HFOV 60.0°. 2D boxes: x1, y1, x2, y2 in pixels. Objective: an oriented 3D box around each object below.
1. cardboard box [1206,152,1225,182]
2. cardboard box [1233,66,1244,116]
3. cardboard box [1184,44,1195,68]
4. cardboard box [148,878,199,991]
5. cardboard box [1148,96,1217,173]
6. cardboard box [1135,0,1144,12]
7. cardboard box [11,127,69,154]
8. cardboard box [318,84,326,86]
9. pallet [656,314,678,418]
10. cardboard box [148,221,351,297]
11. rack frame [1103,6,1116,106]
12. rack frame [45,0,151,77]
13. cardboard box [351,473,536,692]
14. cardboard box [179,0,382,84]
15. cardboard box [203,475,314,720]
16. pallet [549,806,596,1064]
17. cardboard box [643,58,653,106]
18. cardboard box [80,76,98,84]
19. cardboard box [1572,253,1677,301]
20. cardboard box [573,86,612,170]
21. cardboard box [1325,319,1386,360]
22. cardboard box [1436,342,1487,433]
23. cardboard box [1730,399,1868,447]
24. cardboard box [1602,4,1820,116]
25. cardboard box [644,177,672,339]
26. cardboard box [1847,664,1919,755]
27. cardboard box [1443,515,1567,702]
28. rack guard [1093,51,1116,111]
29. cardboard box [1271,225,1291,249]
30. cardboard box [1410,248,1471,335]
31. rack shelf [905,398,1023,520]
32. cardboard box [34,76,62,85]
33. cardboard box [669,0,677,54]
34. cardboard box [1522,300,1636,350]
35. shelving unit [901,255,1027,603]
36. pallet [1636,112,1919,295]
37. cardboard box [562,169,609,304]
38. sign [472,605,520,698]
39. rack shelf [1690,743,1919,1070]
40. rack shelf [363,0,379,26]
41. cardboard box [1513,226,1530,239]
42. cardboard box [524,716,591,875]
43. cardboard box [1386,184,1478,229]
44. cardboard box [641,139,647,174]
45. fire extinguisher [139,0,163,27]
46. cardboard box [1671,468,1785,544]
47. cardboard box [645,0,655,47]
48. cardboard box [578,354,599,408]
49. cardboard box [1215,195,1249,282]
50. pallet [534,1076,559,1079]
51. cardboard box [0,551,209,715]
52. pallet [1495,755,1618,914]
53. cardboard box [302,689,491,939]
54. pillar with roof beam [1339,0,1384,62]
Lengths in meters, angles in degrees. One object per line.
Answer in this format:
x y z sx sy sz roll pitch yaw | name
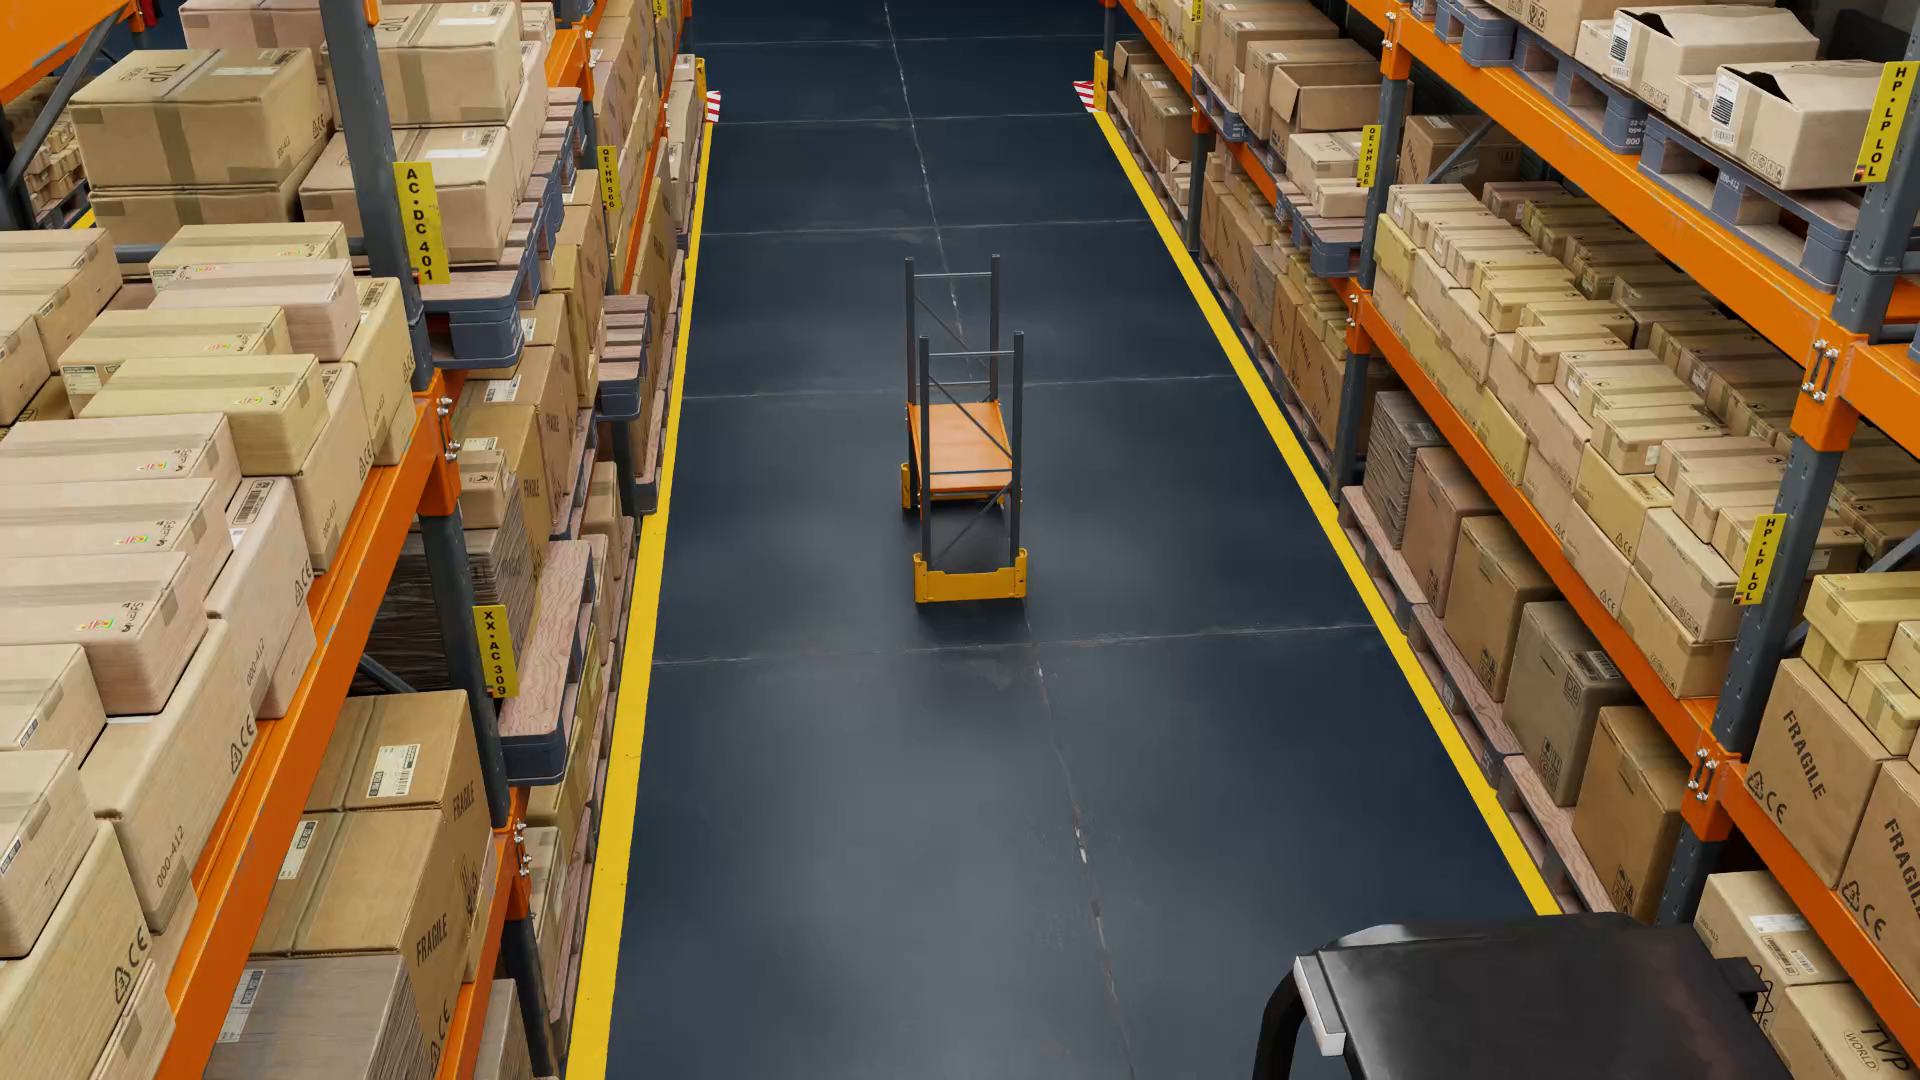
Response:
2.047 -2.780 12.374 0.380 0.149 0.250 -1 31 -2 | cardboard box
2.027 -2.985 11.044 0.396 0.266 0.258 -1 31 -2 | cardboard box
1.952 -3.765 12.873 0.380 0.149 0.250 -2 31 -3 | cardboard box
-1.439 0.619 2.608 0.380 0.149 0.250 -4 31 -6 | cardboard box
2.006 -3.454 14.136 0.700 0.500 0.500 -4 31 -6 | cardboard box
1.733 -4.683 14.411 0.380 0.149 0.250 -4 31 -6 | cardboard box
-7.528 -3.258 13.570 0.380 0.149 0.250 -3 31 -4 | cardboard box
-2.203 -1.480 5.614 0.500 0.250 0.500 -2 31 -4 | cardboard box
-2.399 -1.139 10.950 1.003 0.211 1.213 -3 31 -5 | pallet
-1.668 -0.637 3.933 0.380 0.149 0.250 -2 31 -4 | cardboard box
1.905 -5.632 15.754 1.000 3.000 0.127 -3 31 -5 | rack frame
-7.956 -5.104 14.869 1.000 3.000 0.127 -3 31 -5 | rack frame
-1.674 0.130 5.310 0.500 0.500 0.500 -2 31 -3 | cardboard box
-2.214 -1.694 5.485 0.500 0.250 0.500 -2 31 -4 | cardboard box
-1.525 0.114 3.064 0.500 0.250 0.500 -3 31 -5 | cardboard box
-1.990 1.534 6.476 1.003 0.211 1.213 -3 31 -5 | pallet
-2.326 -3.032 11.060 0.500 0.250 0.500 -2 31 -3 | cardboard box
-7.654 -4.057 14.908 0.380 0.149 0.250 -2 31 -4 | cardboard box
3.023 -1.190 7.588 0.380 0.149 0.250 -3 31 -5 | cardboard box
-2.092 -2.044 8.674 0.500 0.500 0.500 -4 31 -6 | cardboard box
2.354 -1.173 9.685 0.380 0.149 0.250 -4 31 -7 | cardboard box
2.548 -0.726 7.686 0.500 0.250 0.500 -4 31 -6 | cardboard box
3.167 -0.413 6.287 0.380 0.149 0.250 -3 31 -5 | cardboard box
2.644 -1.728 5.873 0.500 0.311 0.500 -4 31 -6 | cardboard box
-2.433 -1.845 11.076 0.875 0.875 0.875 -2 31 -3 | cardboard box
2.820 0.480 4.790 0.380 0.149 0.250 -2 31 -3 | cardboard box
2.829 0.287 7.750 0.875 0.625 0.625 -4 31 -7 | cardboard box
1.912 -4.520 16.330 1.175 0.500 0.348 -3 31 -5 | rack guard
2.286 -1.980 11.035 0.380 0.149 0.250 -3 31 -4 | cardboard box
2.496 -1.204 8.000 0.500 0.250 0.500 -2 31 -3 | cardboard box
0.008 -0.446 8.885 0.538 0.185 1.000 -3 31 -5 | rack shelf
-8.245 -4.032 14.865 0.380 0.149 0.250 -4 31 -7 | cardboard box
-2.529 -4.157 13.186 0.500 0.500 0.500 -3 31 -4 | cardboard box
2.641 -0.906 7.111 0.380 0.149 0.250 -3 31 -5 | cardboard box
0.007 -0.605 8.800 0.587 1.500 1.083 -3 31 -5 | shelving unit
2.931 -1.161 5.530 0.805 0.209 1.217 -4 31 -7 | pallet
-1.970 -1.440 7.939 0.500 0.500 0.500 -4 31 -6 | cardboard box
-1.376 0.333 4.924 0.100 0.325 0.005 -3 31 -5 | sign
3.213 1.824 3.972 1.077 0.370 4.000 -3 31 -5 | rack shelf
-2.102 -2.382 5.554 1.077 0.370 4.000 -3 31 -5 | rack shelf
2.971 -1.482 8.465 0.500 0.250 0.500 -2 31 -3 | cardboard box
-2.037 1.047 6.724 0.950 0.372 0.625 -1 31 -1 | cardboard box
2.389 -1.692 8.428 0.380 0.149 0.250 -2 31 -3 | cardboard box
-2.295 -2.550 10.741 0.500 0.250 0.500 -4 31 -6 | cardboard box
-7.520 -5.061 15.237 0.296 0.674 0.183 -3 31 -5 | fire extinguisher
2.731 -0.122 5.799 0.380 0.149 0.250 -3 31 -5 | cardboard box
-2.371 -3.606 11.290 0.500 0.500 0.500 -2 31 -3 | cardboard box
-1.804 -0.696 7.325 0.380 0.149 0.250 -2 31 -4 | cardboard box
2.159 -2.168 11.983 0.500 0.500 0.500 -3 31 -5 | cardboard box
-1.817 2.272 5.240 1.003 0.211 1.213 -3 31 -5 | pallet
-1.429 0.150 2.616 0.380 0.149 0.250 -2 31 -4 | cardboard box
2.919 1.317 6.839 1.003 0.211 1.213 -3 31 -5 | pallet
-1.626 0.778 4.634 0.500 0.500 0.500 -4 31 -6 | cardboard box
-1.175 -6.358 11.119 9.100 9.000 0.400 -3 31 -5 | pillar with roof beam
